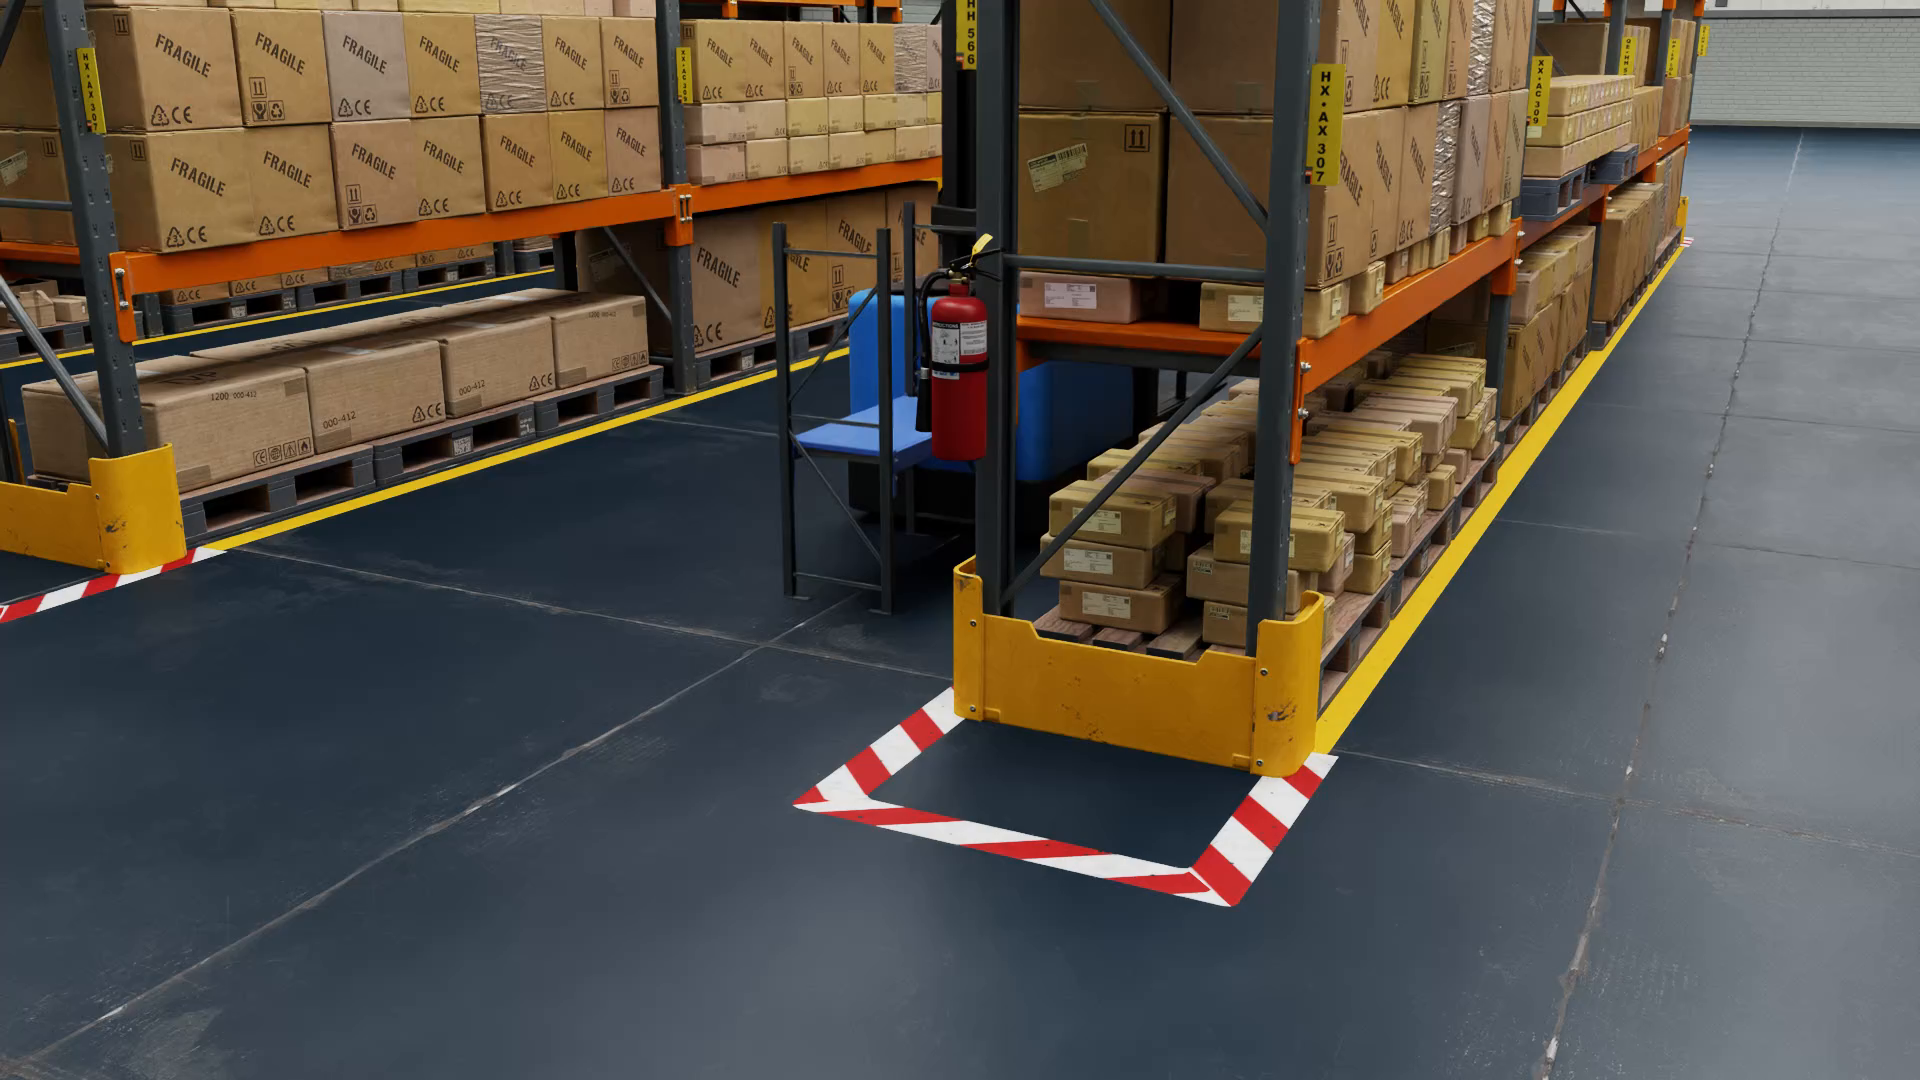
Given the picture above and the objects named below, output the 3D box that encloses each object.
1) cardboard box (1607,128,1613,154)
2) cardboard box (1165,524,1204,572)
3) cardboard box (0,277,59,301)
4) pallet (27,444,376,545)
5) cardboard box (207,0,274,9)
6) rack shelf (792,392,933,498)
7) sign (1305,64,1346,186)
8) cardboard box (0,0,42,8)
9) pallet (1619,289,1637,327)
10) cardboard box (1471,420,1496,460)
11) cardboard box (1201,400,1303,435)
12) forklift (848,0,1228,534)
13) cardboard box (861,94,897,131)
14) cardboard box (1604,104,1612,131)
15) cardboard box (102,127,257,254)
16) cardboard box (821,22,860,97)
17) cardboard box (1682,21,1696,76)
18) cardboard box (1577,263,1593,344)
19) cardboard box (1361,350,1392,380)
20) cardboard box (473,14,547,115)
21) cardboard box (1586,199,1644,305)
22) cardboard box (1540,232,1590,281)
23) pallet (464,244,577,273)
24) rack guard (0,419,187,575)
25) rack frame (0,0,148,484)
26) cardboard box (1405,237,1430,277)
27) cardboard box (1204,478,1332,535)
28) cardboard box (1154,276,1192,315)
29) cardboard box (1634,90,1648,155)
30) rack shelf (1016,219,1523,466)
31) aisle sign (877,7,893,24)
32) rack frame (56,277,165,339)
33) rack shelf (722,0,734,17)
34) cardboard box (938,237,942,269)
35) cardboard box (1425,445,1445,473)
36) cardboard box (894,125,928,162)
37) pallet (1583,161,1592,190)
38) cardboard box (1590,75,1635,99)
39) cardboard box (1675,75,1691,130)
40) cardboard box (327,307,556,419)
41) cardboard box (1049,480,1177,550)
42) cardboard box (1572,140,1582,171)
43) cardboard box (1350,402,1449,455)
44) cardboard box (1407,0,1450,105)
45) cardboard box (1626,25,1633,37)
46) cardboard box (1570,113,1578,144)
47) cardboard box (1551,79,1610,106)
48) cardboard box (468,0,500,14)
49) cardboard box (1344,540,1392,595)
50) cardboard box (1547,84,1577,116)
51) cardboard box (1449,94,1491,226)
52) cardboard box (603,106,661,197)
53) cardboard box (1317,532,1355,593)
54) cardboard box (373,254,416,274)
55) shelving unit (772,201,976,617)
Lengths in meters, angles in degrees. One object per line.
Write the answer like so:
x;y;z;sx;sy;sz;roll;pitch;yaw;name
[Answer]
3.827;-2.478;10.301;0.380;0.149;0.250;7;18;23;cardboard box
0.668;-0.011;6.041;0.380;0.149;0.250;8;18;24;cardboard box
-7.112;-1.831;12.406;0.500;0.311;0.500;9;19;27;cardboard box
-3.664;-0.284;8.111;1.003;0.211;1.213;8;18;25;pallet
-3.272;-2.428;7.361;0.380;0.149;0.250;9;19;27;cardboard box
-0.250;-0.411;6.904;0.538;0.185;1.000;8;18;26;rack shelf
1.008;-1.149;4.606;0.100;0.325;0.005;8;18;25;sign
-3.970;-2.363;7.140;0.380;0.149;0.250;8;18;26;cardboard box
5.063;-2.005;13.905;1.003;0.211;1.213;8;18;25;pallet
2.439;-0.514;8.255;0.380;0.149;0.250;8;18;26;cardboard box
1.249;-0.486;7.117;0.380;0.149;0.250;8;18;26;cardboard box
0.604;-1.802;8.442;1.130;2.935;3.031;8;18;26;forklift
-0.802;-3.193;12.392;0.500;0.250;0.500;8;18;24;cardboard box
3.709;-2.552;10.030;0.380;0.149;0.250;9;19;27;cardboard box
-3.480;-1.541;7.269;0.500;0.500;0.500;8;18;25;cardboard box
-1.056;-3.422;11.846;0.500;0.500;0.500;8;18;24;cardboard box
7.308;-5.227;17.695;0.875;0.550;0.550;8;18;25;cardboard box
4.037;-1.643;11.442;0.500;0.500;0.500;8;18;25;cardboard box
1.971;-0.881;8.446;0.380;0.149;0.250;9;19;28;cardboard box
-2.580;-2.539;8.873;0.500;0.500;0.500;8;18;26;cardboard box
4.838;-2.331;13.317;1.050;0.750;0.750;8;19;26;cardboard box
3.810;-1.866;10.875;0.500;0.250;0.500;8;18;26;cardboard box
-4.416;-2.944;17.065;1.003;0.211;1.213;8;18;25;pallet
-3.962;-0.203;7.330;1.175;0.500;0.348;8;18;25;rack guard
-3.951;-1.408;6.995;1.000;3.000;0.127;8;18;25;rack frame
1.612;-1.128;6.494;0.380;0.149;0.250;9;19;27;cardboard box
1.076;-0.099;5.814;0.380;0.149;0.250;8;19;26;cardboard box
0.560;-0.861;5.595;0.380;0.149;0.250;8;18;25;cardboard box
5.214;-3.354;13.373;0.500;0.500;0.500;8;18;25;cardboard box
1.416;-0.968;6.779;1.077;0.370;4.000;8;18;25;rack shelf
-0.952;-7.339;22.400;0.394;0.787;0.004;8;18;25;aisle sign
-6.606;-3.057;12.548;1.000;3.000;0.127;8;18;25;rack frame
-3.925;-5.678;17.369;1.077;0.370;4.000;8;18;25;rack shelf
-0.115;-2.530;14.650;0.950;0.372;0.625;7;18;22;cardboard box
1.944;-0.419;7.414;0.380;0.149;0.250;9;19;27;cardboard box
-0.584;-3.079;12.887;0.500;0.250;0.500;8;19;26;cardboard box
3.249;-2.240;10.134;1.003;0.211;1.213;8;18;25;pallet
4.288;-3.024;11.096;0.380;0.149;0.250;7;18;23;cardboard box
7.320;-4.708;17.843;0.875;0.550;0.550;8;18;25;cardboard box
-2.940;-1.025;9.470;0.875;0.438;0.875;8;18;24;cardboard box
0.532;-0.090;5.785;0.380;0.149;0.250;8;18;26;cardboard box
3.131;-2.080;8.961;0.380;0.149;0.250;8;18;26;cardboard box
1.867;-0.477;7.086;0.380;0.149;0.250;7;18;23;cardboard box
1.433;-1.813;5.906;0.500;0.500;0.500;8;18;24;cardboard box
4.987;-3.872;13.360;0.700;0.500;0.500;8;18;25;cardboard box
3.011;-2.154;8.689;0.380;0.149;0.250;8;18;24;cardboard box
3.592;-2.629;9.766;0.380;0.149;0.250;9;19;27;cardboard box
-2.644;-2.828;8.707;0.380;0.149;0.250;8;18;24;cardboard box
1.404;0.077;6.267;0.380;0.149;0.250;8;18;26;cardboard box
2.897;-2.230;8.424;0.380;0.149;0.250;9;19;28;cardboard box
1.890;-1.595;6.928;0.500;0.500;0.500;8;18;25;cardboard box
-2.142;-2.324;9.904;0.500;0.500;0.500;8;18;26;cardboard box
1.159;0.056;5.815;0.380;0.149;0.250;8;18;25;cardboard box
-5.280;-2.684;14.945;0.500;0.500;0.500;9;19;28;cardboard box
-0.250;-0.583;6.853;0.538;1.500;1.048;8;18;26;shelving unit
